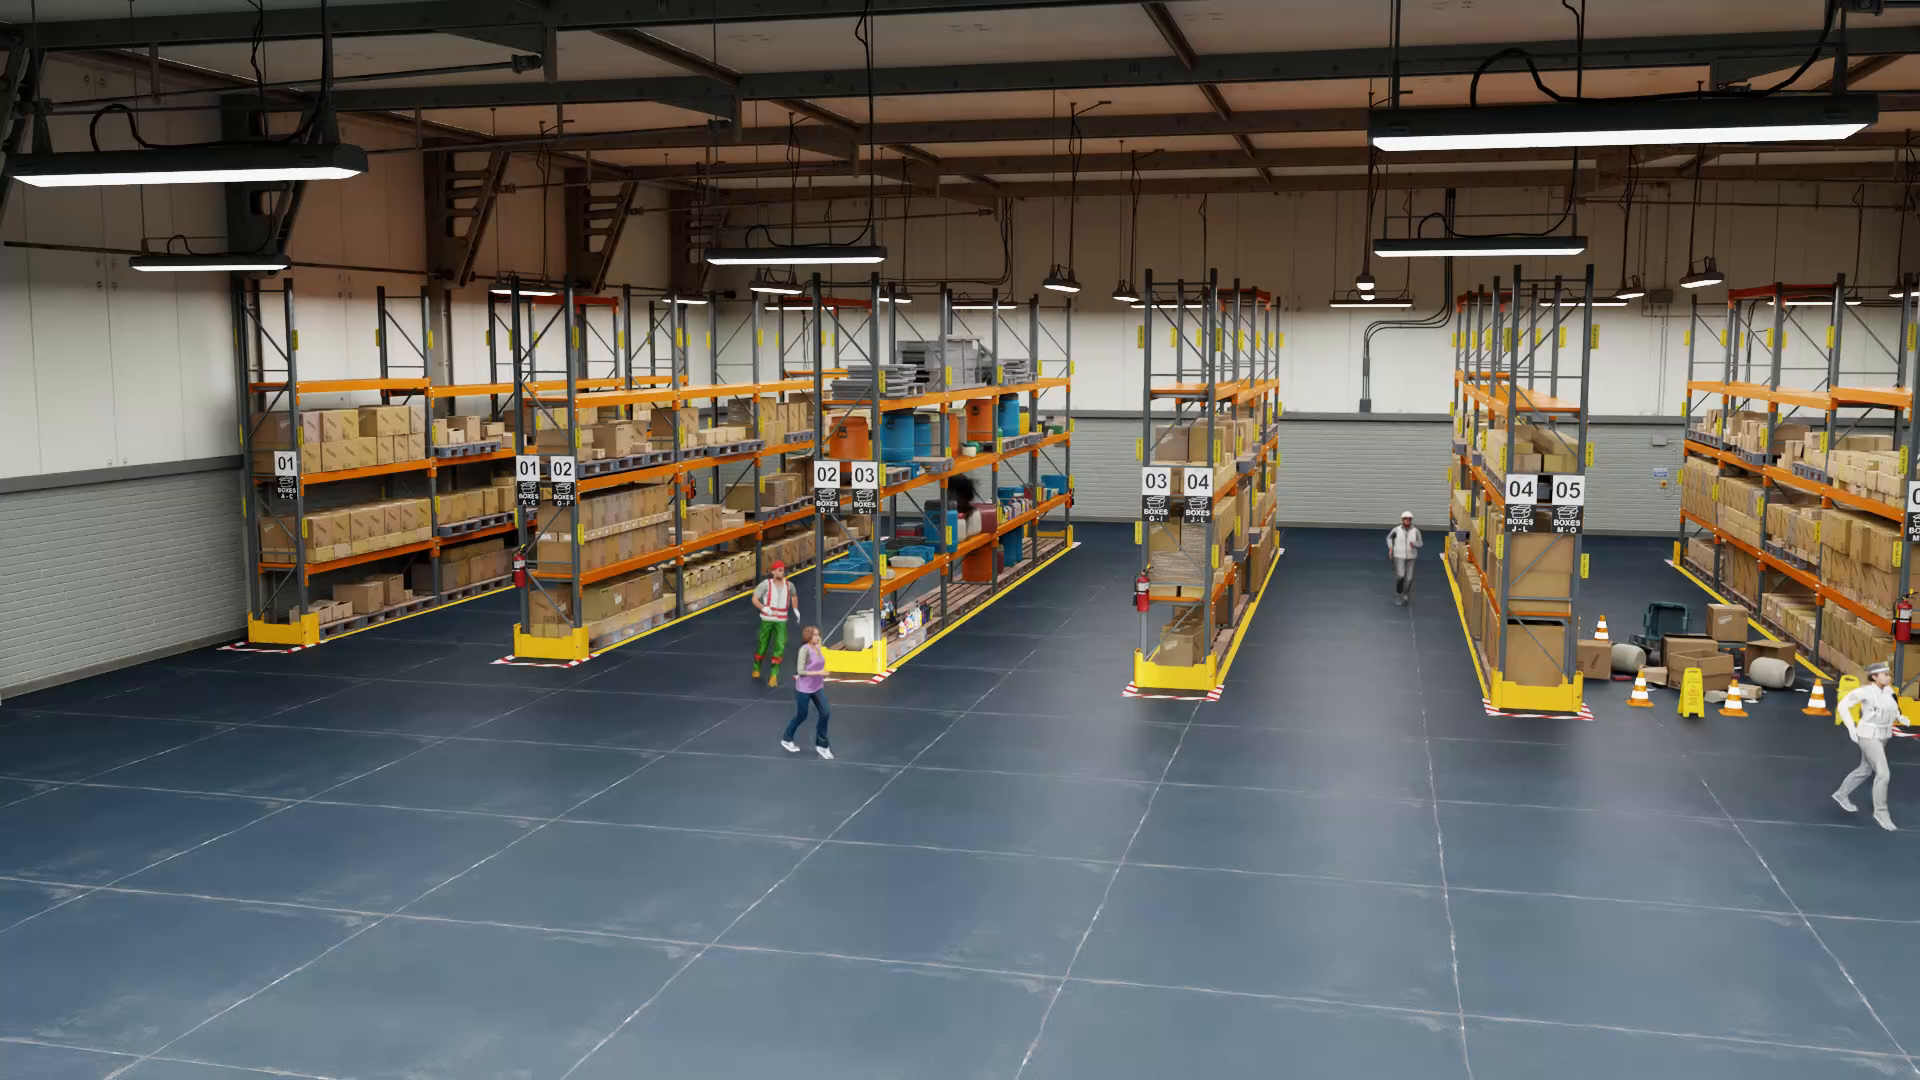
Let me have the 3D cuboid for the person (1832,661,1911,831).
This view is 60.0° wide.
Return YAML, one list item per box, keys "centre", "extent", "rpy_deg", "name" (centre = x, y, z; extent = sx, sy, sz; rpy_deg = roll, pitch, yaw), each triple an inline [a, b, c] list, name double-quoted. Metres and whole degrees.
- centre: [9.511, 2.097, 17.358]
  extent: [0.599, 1.746, 0.777]
  rpy_deg: [-4, 8, -30]
  name: "person"

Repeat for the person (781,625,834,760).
- centre: [-1.821, 1.830, 19.969]
  extent: [0.777, 1.644, 0.490]
  rpy_deg: [5, 8, 35]
  name: "person"

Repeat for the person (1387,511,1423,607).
- centre: [8.432, 0.358, 31.499]
  extent: [0.625, 1.811, 0.730]
  rpy_deg: [1, 7, 5]
  name: "person"

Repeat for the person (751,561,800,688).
- centre: [-2.693, 1.205, 24.364]
  extent: [0.730, 1.819, 0.730]
  rpy_deg: [-2, 7, -20]
  name: "person"
